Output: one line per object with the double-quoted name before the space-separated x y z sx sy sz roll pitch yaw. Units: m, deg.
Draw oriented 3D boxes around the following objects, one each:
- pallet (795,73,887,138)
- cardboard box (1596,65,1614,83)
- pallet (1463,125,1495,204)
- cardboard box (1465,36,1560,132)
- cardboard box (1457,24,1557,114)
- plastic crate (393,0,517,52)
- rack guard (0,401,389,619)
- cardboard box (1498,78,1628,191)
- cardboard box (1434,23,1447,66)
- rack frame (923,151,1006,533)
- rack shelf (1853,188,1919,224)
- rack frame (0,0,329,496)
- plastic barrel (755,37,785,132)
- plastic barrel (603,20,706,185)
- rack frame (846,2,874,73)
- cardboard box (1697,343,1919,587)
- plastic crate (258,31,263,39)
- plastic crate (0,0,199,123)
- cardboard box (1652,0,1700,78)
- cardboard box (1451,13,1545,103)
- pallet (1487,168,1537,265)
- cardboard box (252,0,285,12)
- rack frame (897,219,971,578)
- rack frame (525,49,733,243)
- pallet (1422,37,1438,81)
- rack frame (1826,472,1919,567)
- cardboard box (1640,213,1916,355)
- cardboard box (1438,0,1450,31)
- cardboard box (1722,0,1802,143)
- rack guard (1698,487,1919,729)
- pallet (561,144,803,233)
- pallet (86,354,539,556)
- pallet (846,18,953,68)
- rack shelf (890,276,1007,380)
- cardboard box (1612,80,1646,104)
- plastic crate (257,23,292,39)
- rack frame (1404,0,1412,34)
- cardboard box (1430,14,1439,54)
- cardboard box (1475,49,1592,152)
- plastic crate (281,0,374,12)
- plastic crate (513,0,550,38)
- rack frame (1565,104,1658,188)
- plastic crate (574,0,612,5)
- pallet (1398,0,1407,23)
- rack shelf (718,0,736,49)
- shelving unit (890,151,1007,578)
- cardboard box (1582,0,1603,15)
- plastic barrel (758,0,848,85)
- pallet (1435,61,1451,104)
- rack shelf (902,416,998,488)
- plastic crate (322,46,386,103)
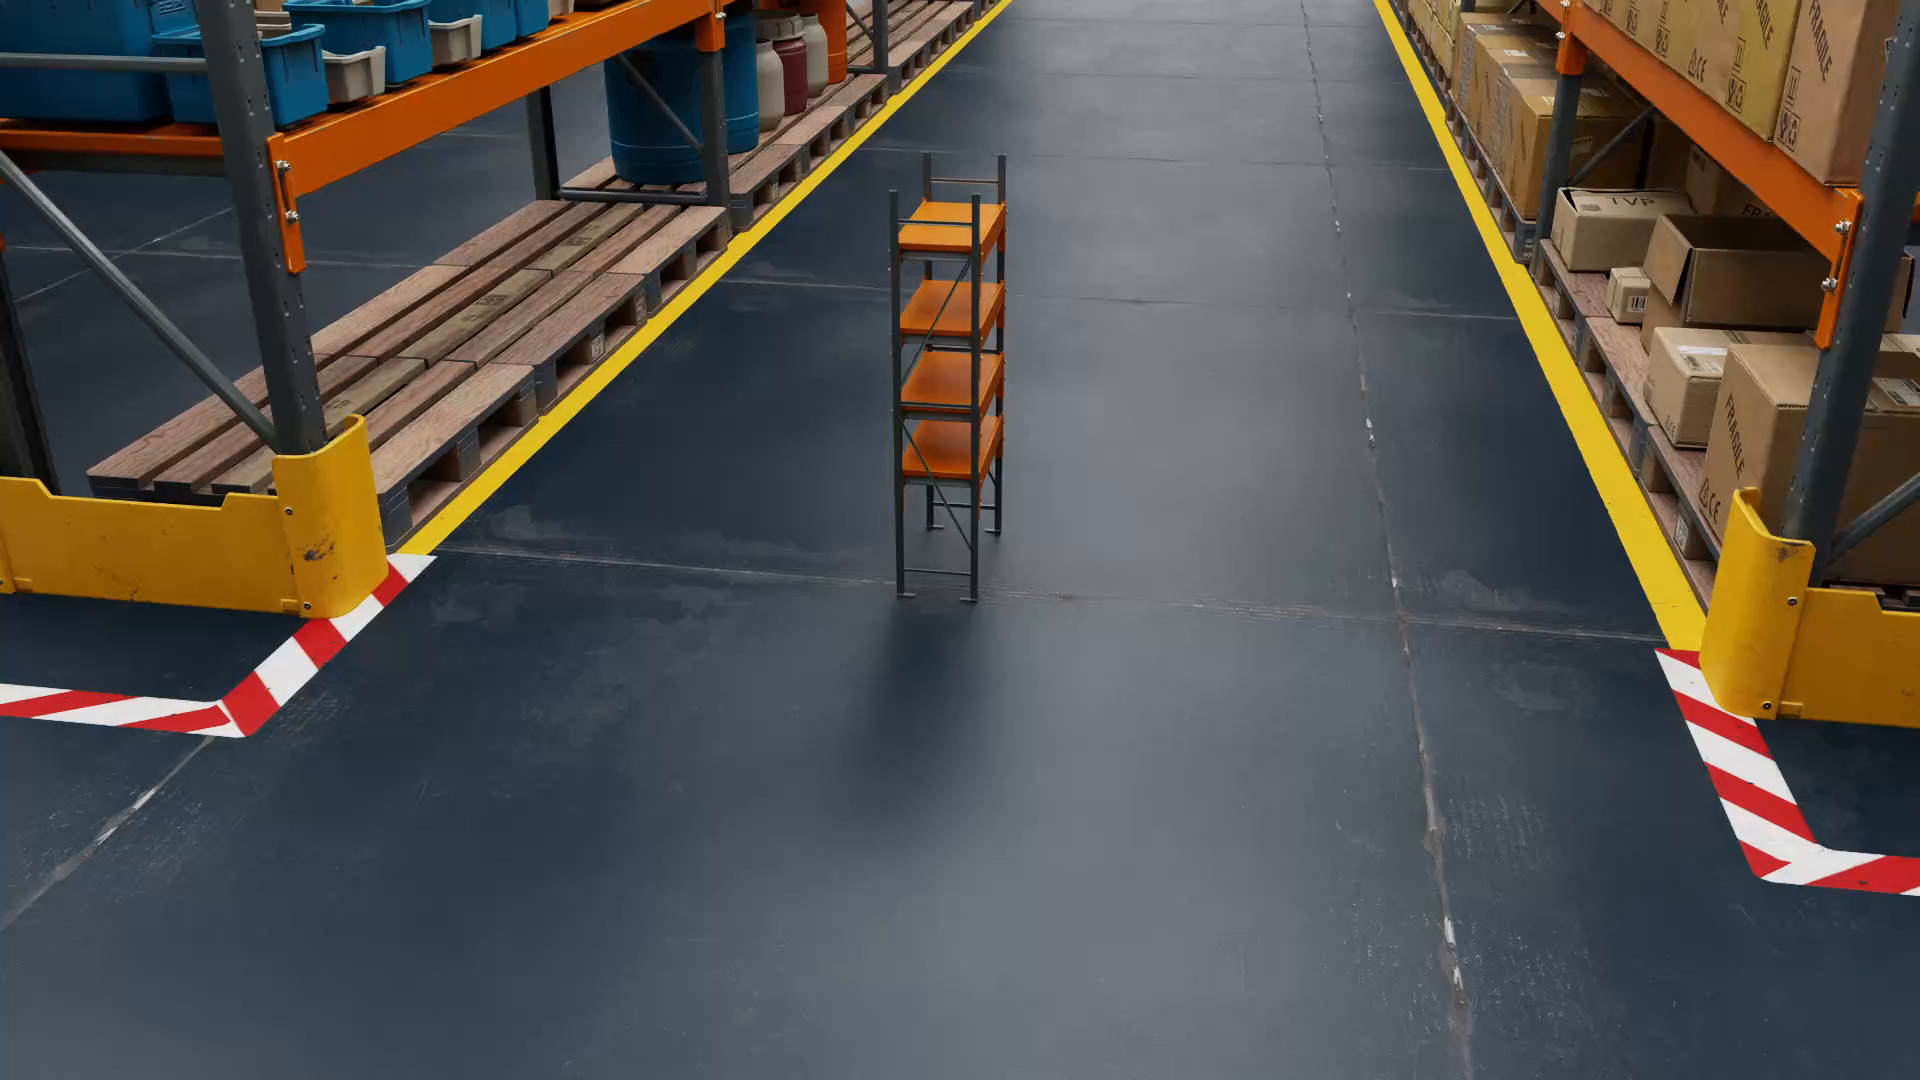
"pallet" -1.108 -3.000 11.411 1.003 0.211 1.213 4 25 9
"cardboard box" 3.697 -2.263 8.976 0.500 0.500 0.500 4 25 9
"pallet" 3.505 -2.170 9.637 1.003 0.211 1.213 4 25 9
"cardboard box" 3.829 -3.251 11.026 1.136 0.551 3.017 3 25 7
"cardboard box" 3.430 -2.928 10.398 0.500 0.500 0.500 3 25 7
"plastic crate" -1.747 -1.833 5.754 0.416 0.233 0.300 4 25 9
"rack guard" -2.318 -0.107 4.889 1.175 0.500 0.348 4 25 9
"cardboard box" 3.099 -2.078 8.581 0.500 0.500 0.500 4 25 9
"cardboard box" 3.792 -3.649 12.255 0.500 0.250 0.500 4 25 8
"rack frame" 0.013 -0.576 5.066 0.240 1.200 0.015 4 25 9
"rack shelf" 2.886 -1.537 5.529 0.919 0.052 3.809 4 25 9
"rack frame" -2.327 -1.250 4.382 1.000 3.000 0.127 4 25 9
"plastic barrel" -1.272 -2.739 10.003 0.421 0.512 0.421 0 25 0
"plastic barrel" -1.568 -2.389 8.796 0.600 0.901 0.708 4 25 9
"rack frame" -1.023 -4.596 11.531 0.949 2.616 0.053 4 25 9
"cardboard box" 2.405 -0.217 4.605 0.500 0.500 0.500 4 25 9
"plastic crate" -2.373 -1.511 5.181 0.396 0.136 0.243 4 25 9
"plastic crate" -2.457 -1.446 4.689 0.616 0.435 0.499 4 25 9
"cardboard box" 2.614 -1.793 5.425 0.500 0.500 0.500 4 25 8
"cardboard box" 3.510 -3.148 10.866 0.500 0.500 0.500 5 26 11
"pallet" 3.308 -1.658 8.544 1.003 0.211 1.213 4 25 9
"cardboard box" -5.817 -4.288 13.302 0.700 0.500 0.500 3 25 6
"rack frame" -0.068 -0.372 4.630 0.228 1.046 0.006 4 25 9
"rack frame" -1.674 -2.923 7.957 1.000 3.000 0.127 4 25 9
"pallet" 4.241 -3.839 13.202 1.003 0.211 1.213 4 25 9
"rack frame" 2.562 -0.905 3.645 0.949 2.616 0.053 4 25 9
"cardboard box" 2.911 -0.861 5.977 0.797 0.503 0.637 4 25 9
"cardboard box" 3.787 -3.904 12.139 0.500 0.311 0.500 4 25 8
"cardboard box" 2.445 -1.374 4.529 0.500 0.500 0.500 4 25 9
"rack guard" 2.571 0.195 4.244 1.175 0.500 0.348 4 25 9
"pallet" -1.506 -1.980 9.231 1.003 0.211 1.213 4 25 9
"pallet" -2.154 -0.329 5.705 1.003 0.211 1.213 4 25 9
"pallet" -0.653 -4.163 13.895 1.003 0.211 1.213 4 25 9
"rack shelf" -0.027 -0.616 4.781 0.258 0.148 0.480 4 25 9
"cardboard box" 3.608 -2.055 8.531 0.500 0.500 0.500 4 25 9
"plastic crate" -2.311 -1.632 5.438 0.396 0.136 0.243 4 25 9
"rack frame" 4.520 -5.924 14.368 1.000 3.000 0.127 4 25 9
"cardboard box" 3.877 -3.859 12.704 0.500 0.250 0.500 5 25 10
"cardboard box" 3.263 -2.500 9.483 0.500 0.500 0.500 3 25 7
"plastic crate" -2.260 -1.875 5.958 0.298 0.136 0.250 4 25 9
"plastic crate" -1.698 -1.958 6.022 0.416 0.233 0.300 4 25 9
"rack frame" 3.216 -2.578 7.220 0.949 2.616 0.053 4 25 9
"plastic crate" -1.592 -2.339 6.962 0.437 0.125 0.590 4 25 9
"pallet" 4.691 -4.991 15.664 1.003 0.211 1.213 4 25 9
"rack shelf" -1.347 -3.434 9.896 1.077 0.370 4.000 4 25 9
"shelving unit" -0.027 -0.475 4.850 0.258 1.200 0.499 4 25 9
"cardboard box" 2.860 -2.429 6.784 0.500 0.500 0.500 5 25 10
"plastic barrel" -1.083 -3.598 11.462 0.600 0.830 0.708 4 25 9
"pallet" 1.155 -3.956 10.150 6.198 3.011 5.144 4 25 9
"rack shelf" -0.027 -0.269 4.944 0.221 0.050 0.457 4 25 9
"plastic crate" -1.828 -1.367 4.872 0.250 0.136 0.298 4 25 9
